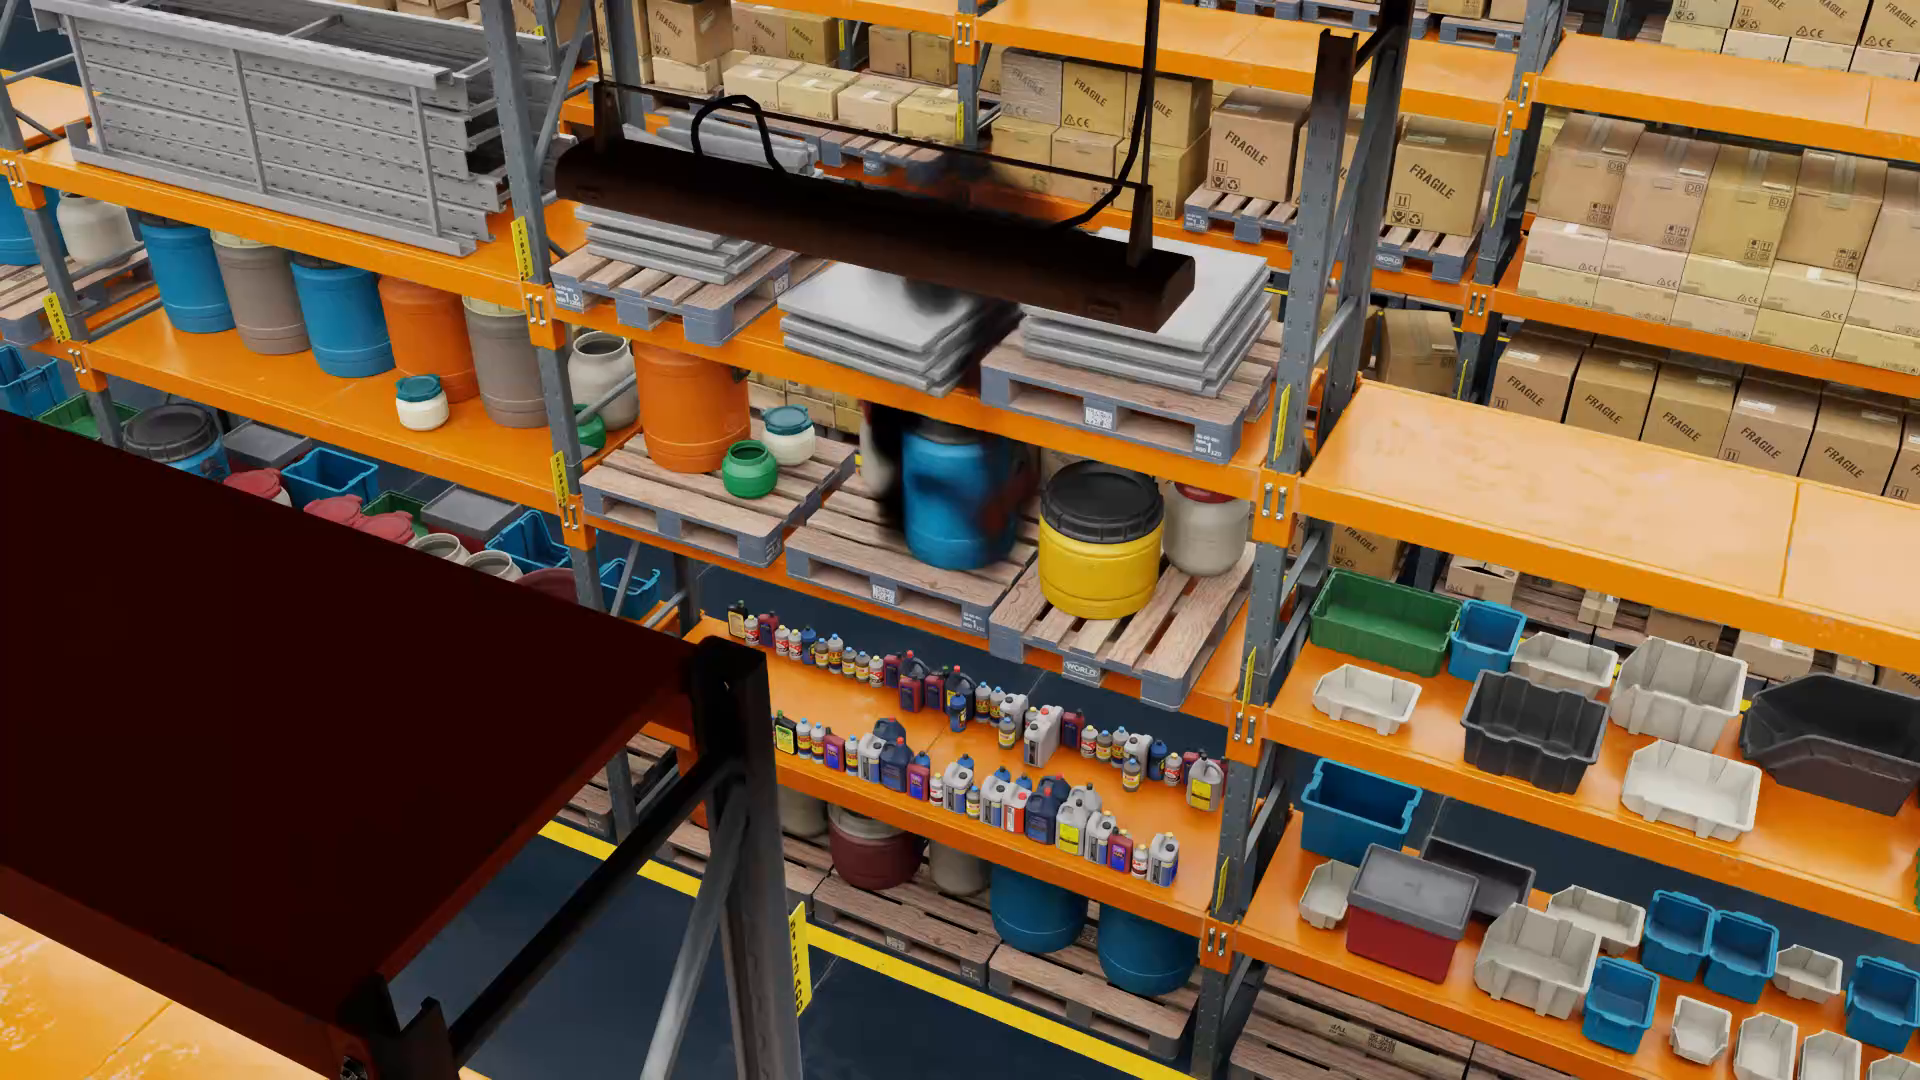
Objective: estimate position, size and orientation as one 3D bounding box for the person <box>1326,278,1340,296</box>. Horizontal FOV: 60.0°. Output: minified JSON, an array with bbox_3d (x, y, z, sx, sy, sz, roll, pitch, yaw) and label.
[{"bbox_3d":[3.549,-2.166,15.432,0.720,1.789,0.697,10,36,14],"label":"person"}]
